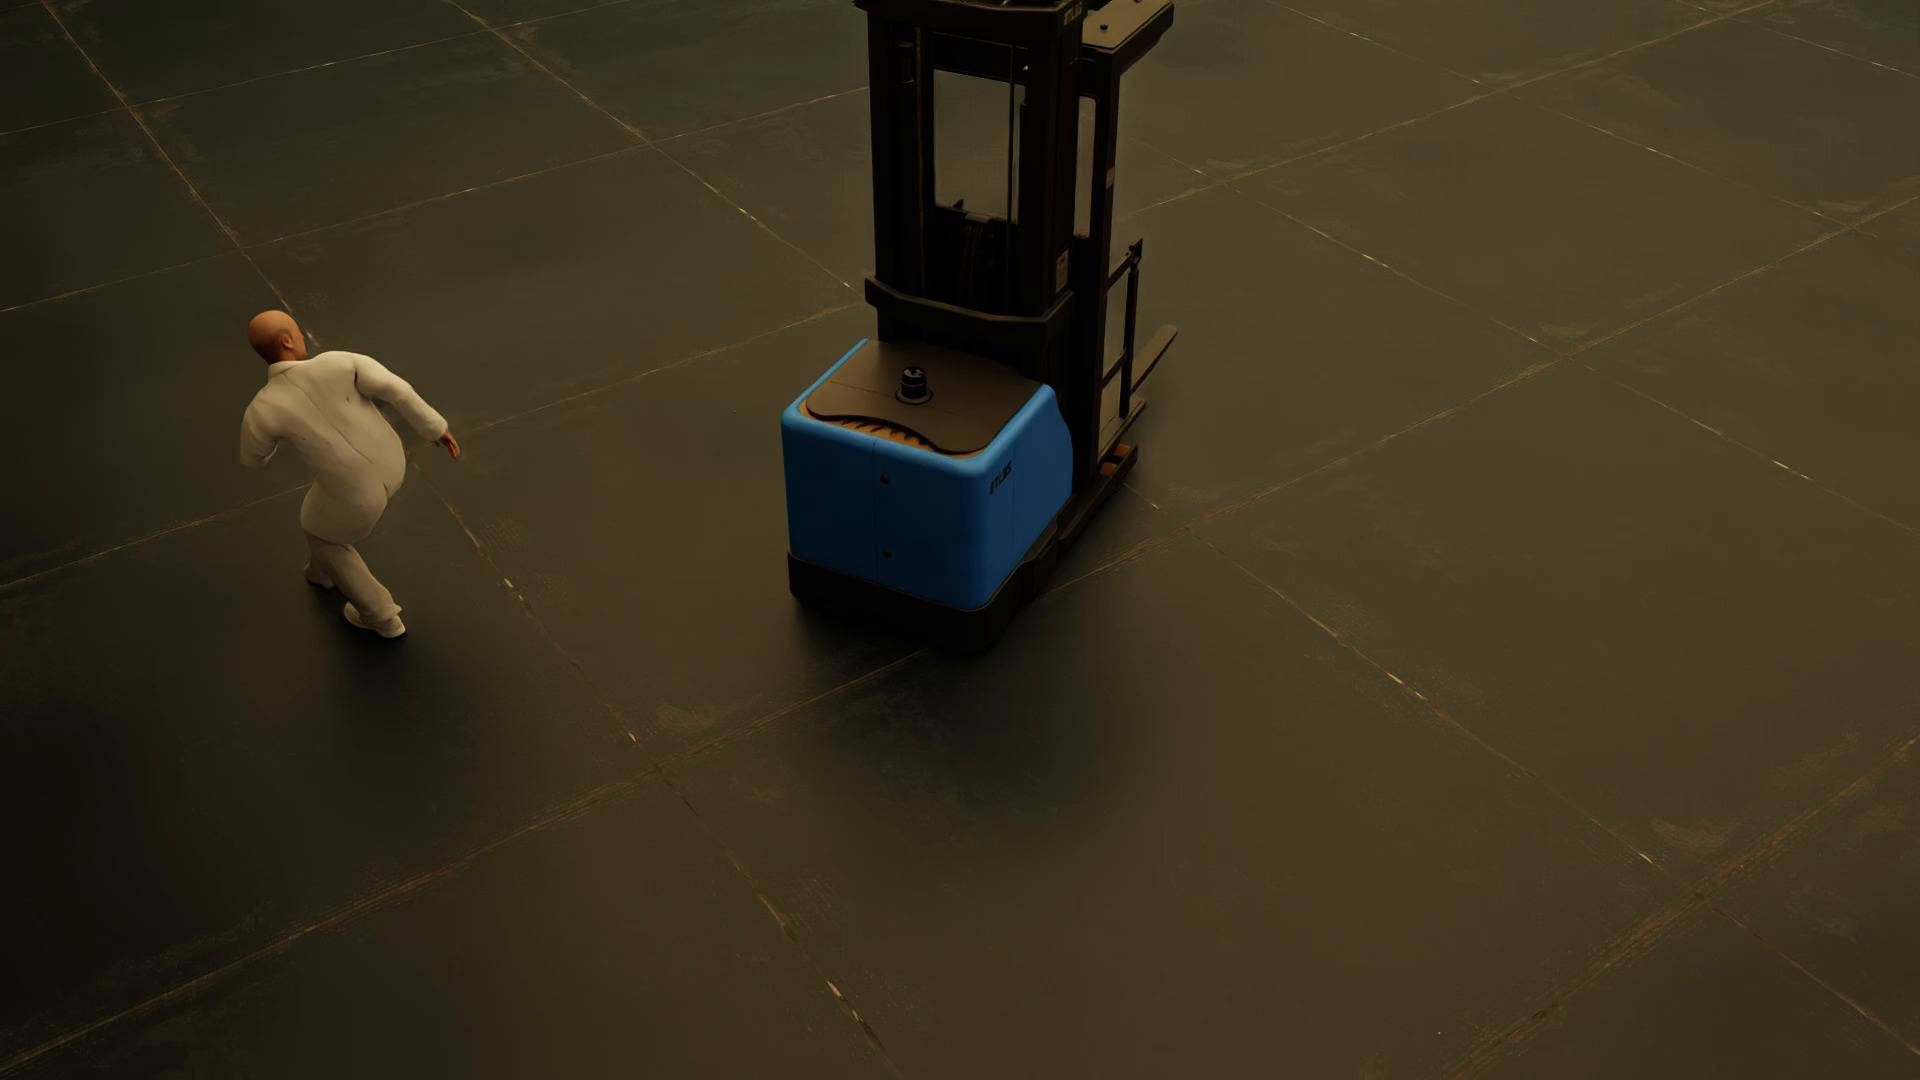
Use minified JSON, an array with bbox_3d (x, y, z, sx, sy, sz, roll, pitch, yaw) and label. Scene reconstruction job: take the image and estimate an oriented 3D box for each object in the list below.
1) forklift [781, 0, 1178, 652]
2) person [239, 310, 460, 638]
[{"bbox_3d":[0.296,-1.530,8.013,1.130,2.935,3.031,17,40,21],"label":"forklift"},{"bbox_3d":[-2.840,-0.374,7.594,0.828,1.604,0.804,27,44,32],"label":"person"}]
